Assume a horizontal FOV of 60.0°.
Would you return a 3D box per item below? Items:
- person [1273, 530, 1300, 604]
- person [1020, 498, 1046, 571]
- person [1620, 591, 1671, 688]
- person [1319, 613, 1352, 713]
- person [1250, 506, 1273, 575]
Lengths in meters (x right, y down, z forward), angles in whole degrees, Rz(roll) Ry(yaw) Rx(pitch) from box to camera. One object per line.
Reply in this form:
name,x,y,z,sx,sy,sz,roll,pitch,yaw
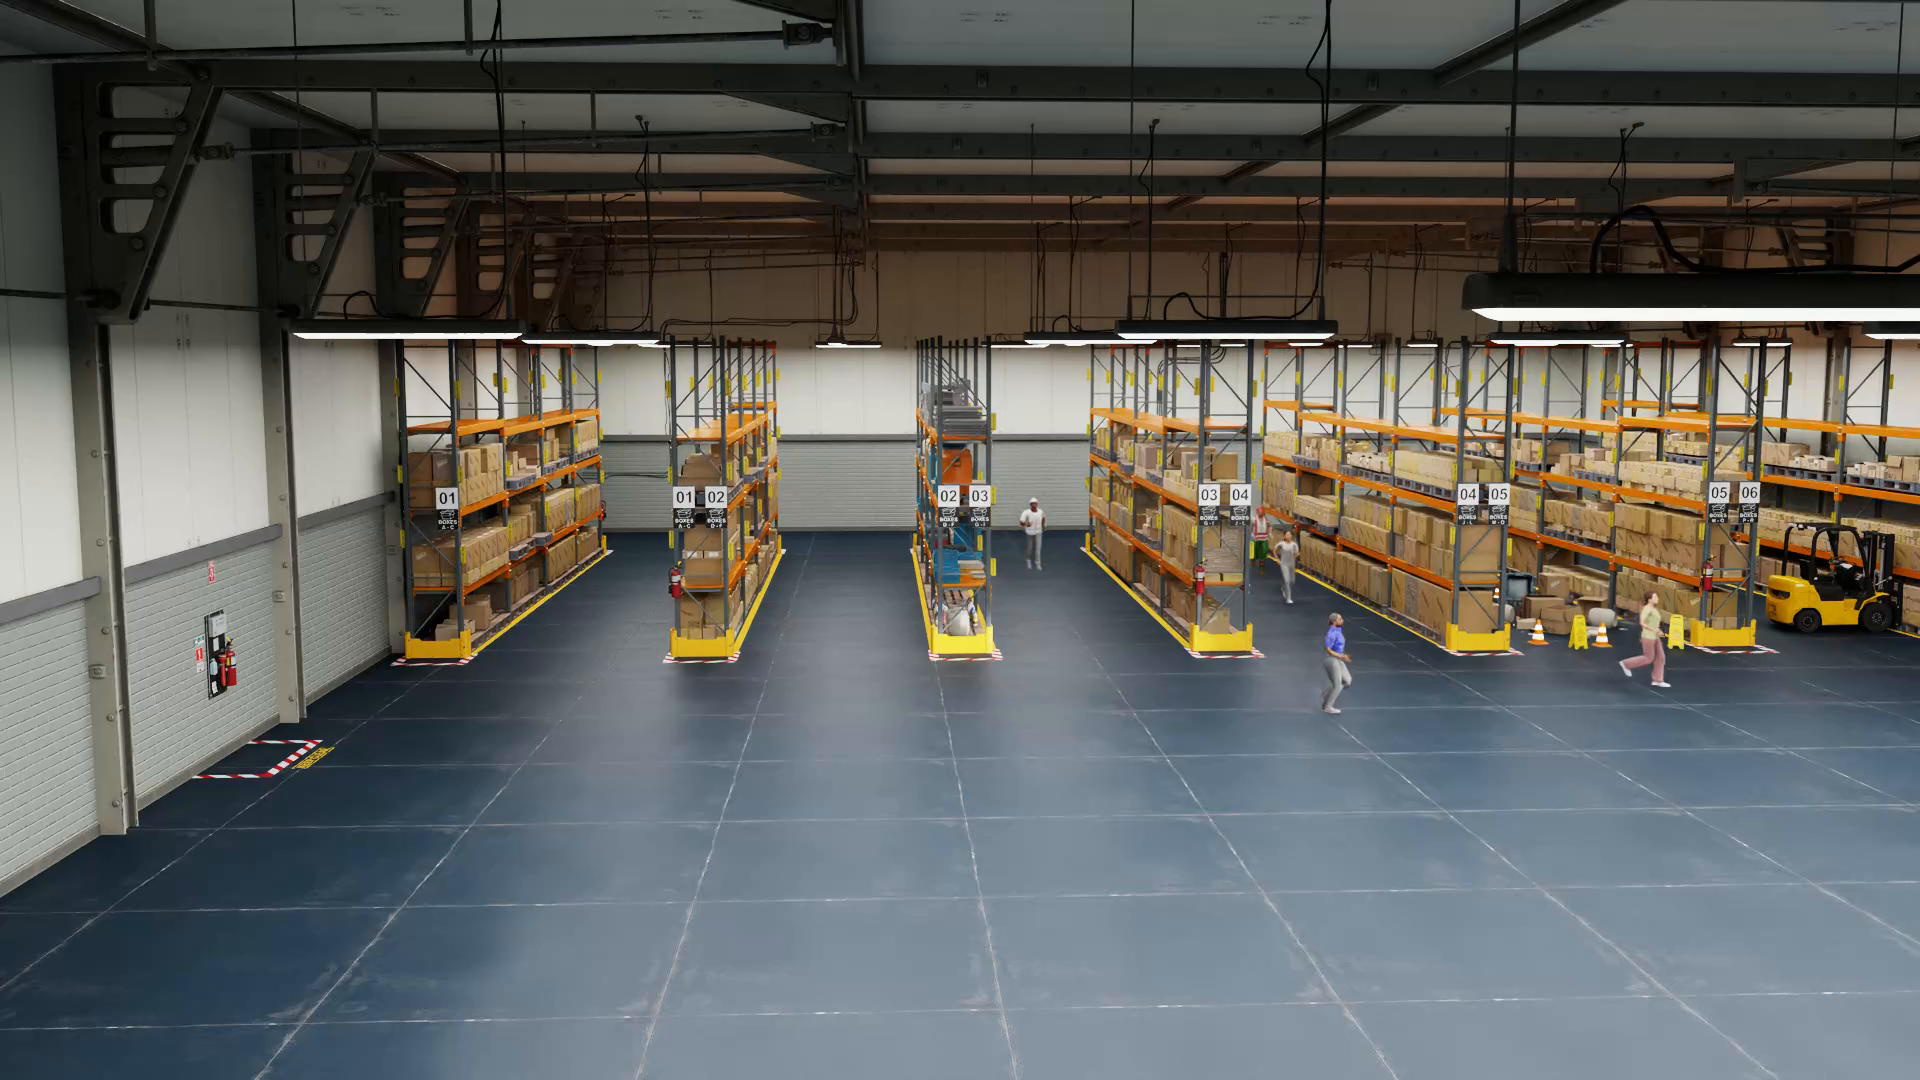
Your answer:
person,7.448,0.630,37.896,0.575,1.567,0.918,-1,7,-8
person,1.837,-0.145,41.340,0.701,1.802,0.901,-2,7,-13
person,11.780,1.702,28.501,0.843,1.612,0.580,5,8,36
person,5.951,1.943,26.262,0.524,1.610,0.550,3,7,23
person,7.732,0.004,42.777,0.669,1.748,0.848,0,7,-3
